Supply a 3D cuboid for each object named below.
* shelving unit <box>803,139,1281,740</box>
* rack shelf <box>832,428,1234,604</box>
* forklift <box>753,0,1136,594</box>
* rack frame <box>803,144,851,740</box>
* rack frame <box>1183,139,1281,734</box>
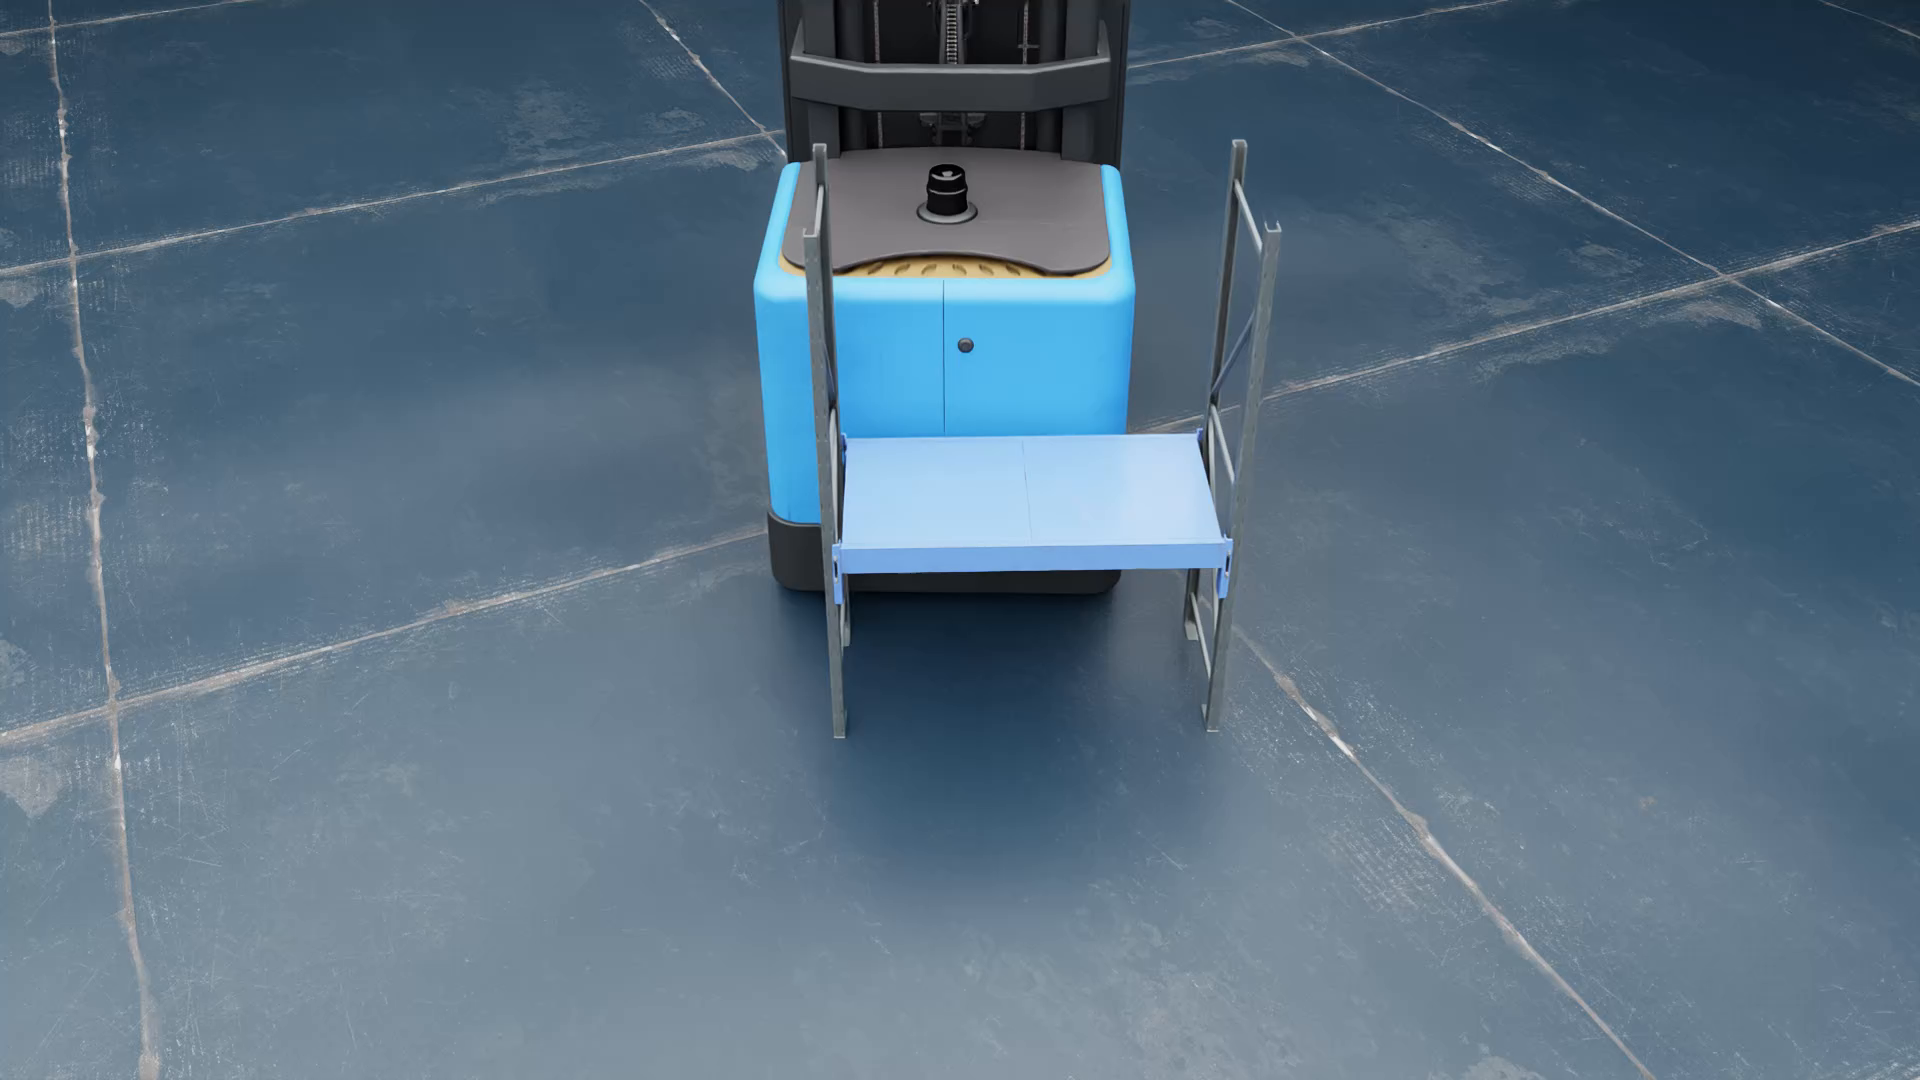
[{"bbox_3d":[0.175,-0.216,4.281,1.048,1.500,0.538,-1,37,-1],"label":"shelving unit"},{"bbox_3d":[0.175,-0.071,4.389,1.000,0.185,0.538,-1,37,-1],"label":"rack shelf"},{"bbox_3d":[-0.014,-1.866,5.305,1.130,2.935,3.031,1,37,1],"label":"forklift"},{"bbox_3d":[-0.333,-0.208,4.271,0.032,1.500,0.500,-1,37,-1],"label":"rack frame"},{"bbox_3d":[0.683,-0.223,4.292,0.032,1.500,0.500,-1,37,-1],"label":"rack frame"}]
